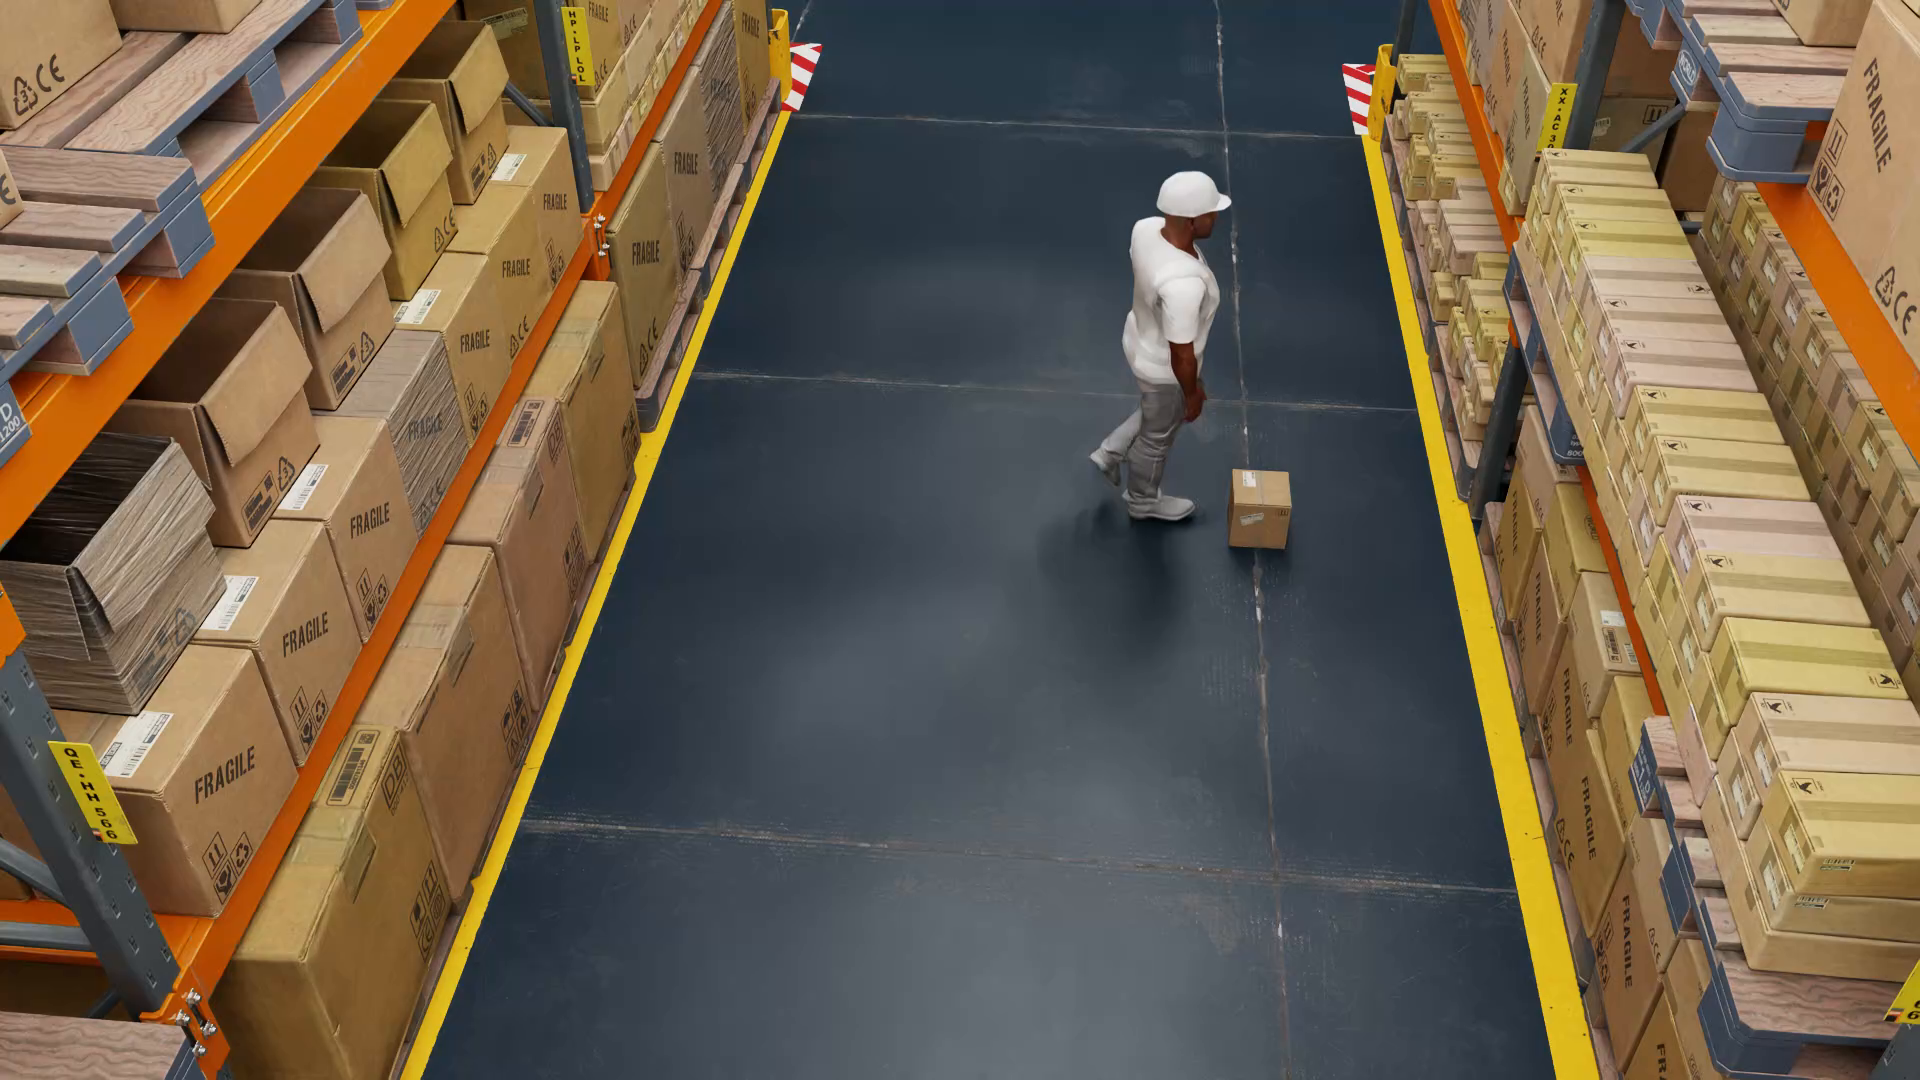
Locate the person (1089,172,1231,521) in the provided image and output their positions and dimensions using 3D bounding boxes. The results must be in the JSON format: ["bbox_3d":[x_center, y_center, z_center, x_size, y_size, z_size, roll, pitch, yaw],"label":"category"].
[{"bbox_3d":[0.850,-0.767,7.026,0.497,1.765,0.645,-4,40,-5],"label":"person"}]
